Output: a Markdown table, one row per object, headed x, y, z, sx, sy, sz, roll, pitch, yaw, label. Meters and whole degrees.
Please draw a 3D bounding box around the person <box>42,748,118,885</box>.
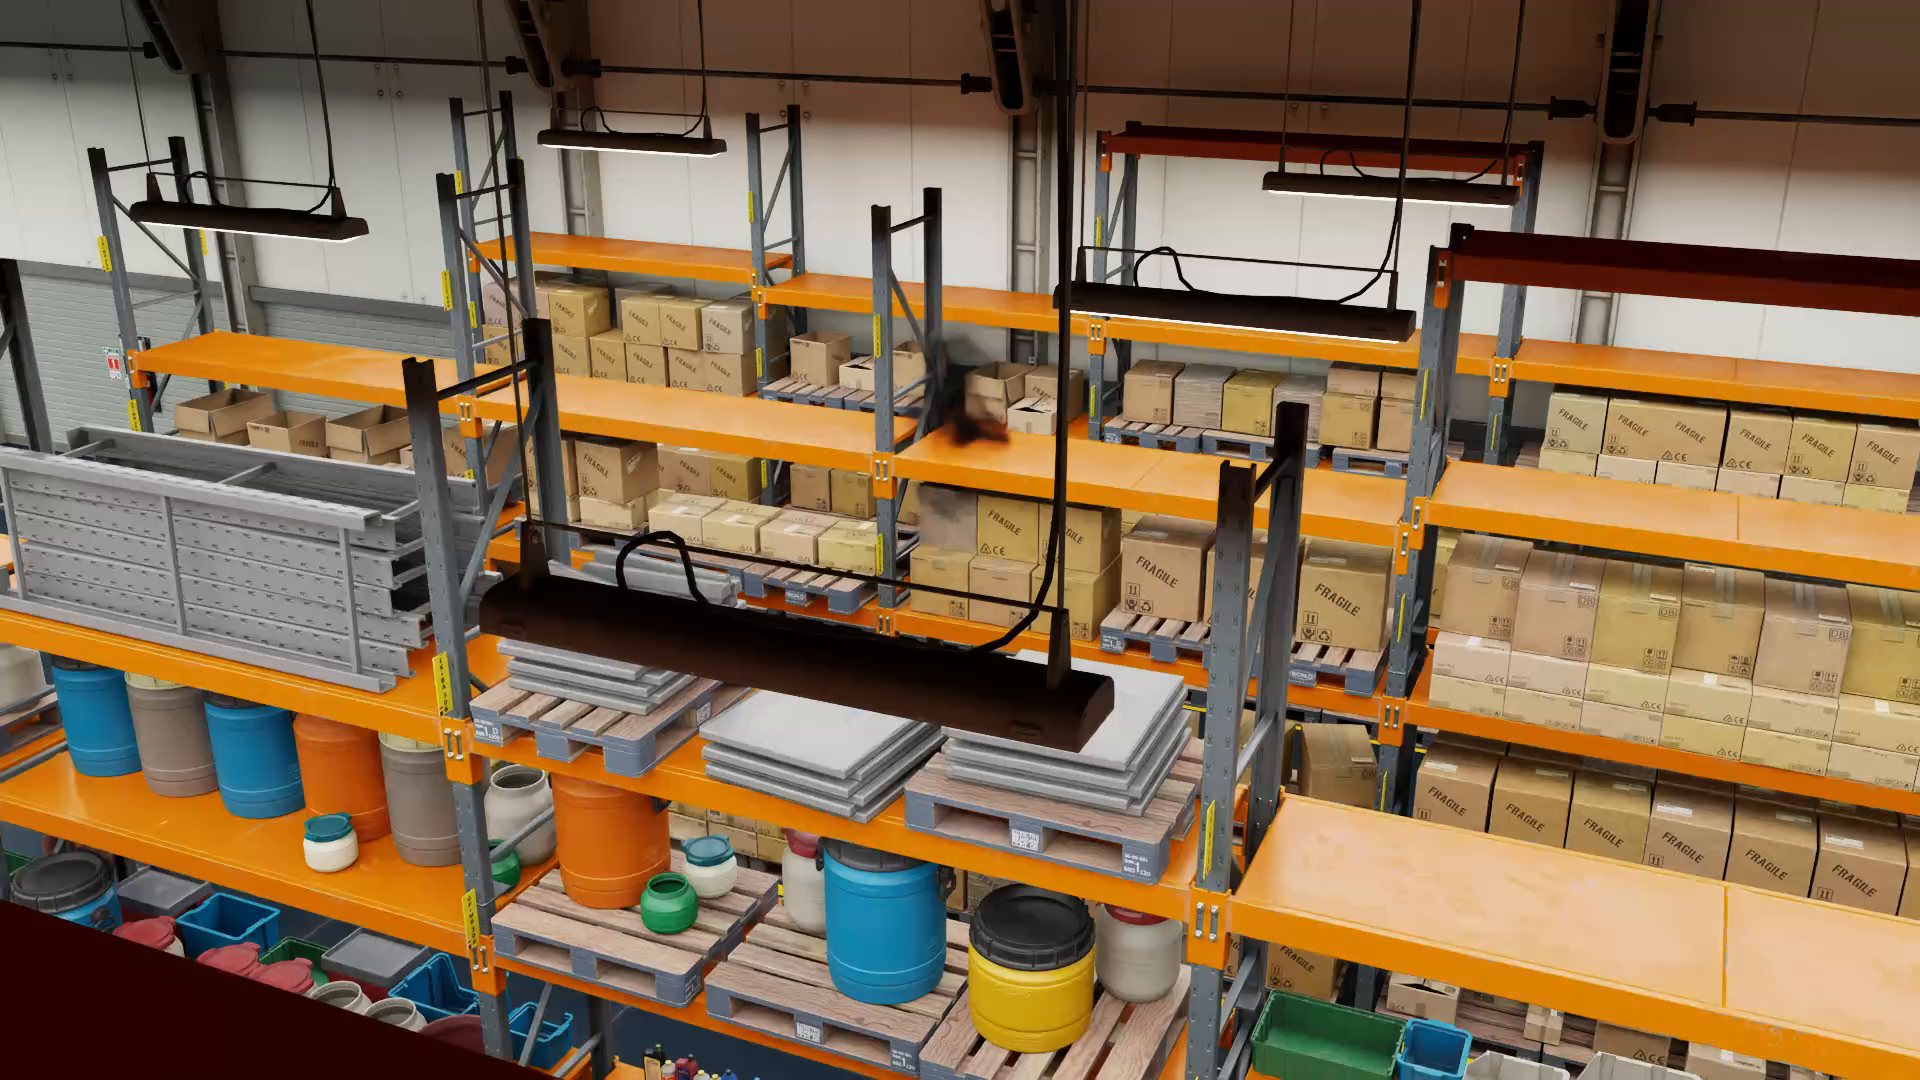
| x | y | z | sx | sy | sz | roll | pitch | yaw | label |
| --- | --- | --- | --- | --- | --- | --- | --- | --- | --- |
| -7.562 | 2.322 | 14.157 | 0.772 | 1.641 | 0.584 | 3 | 21 | 7 | person |
